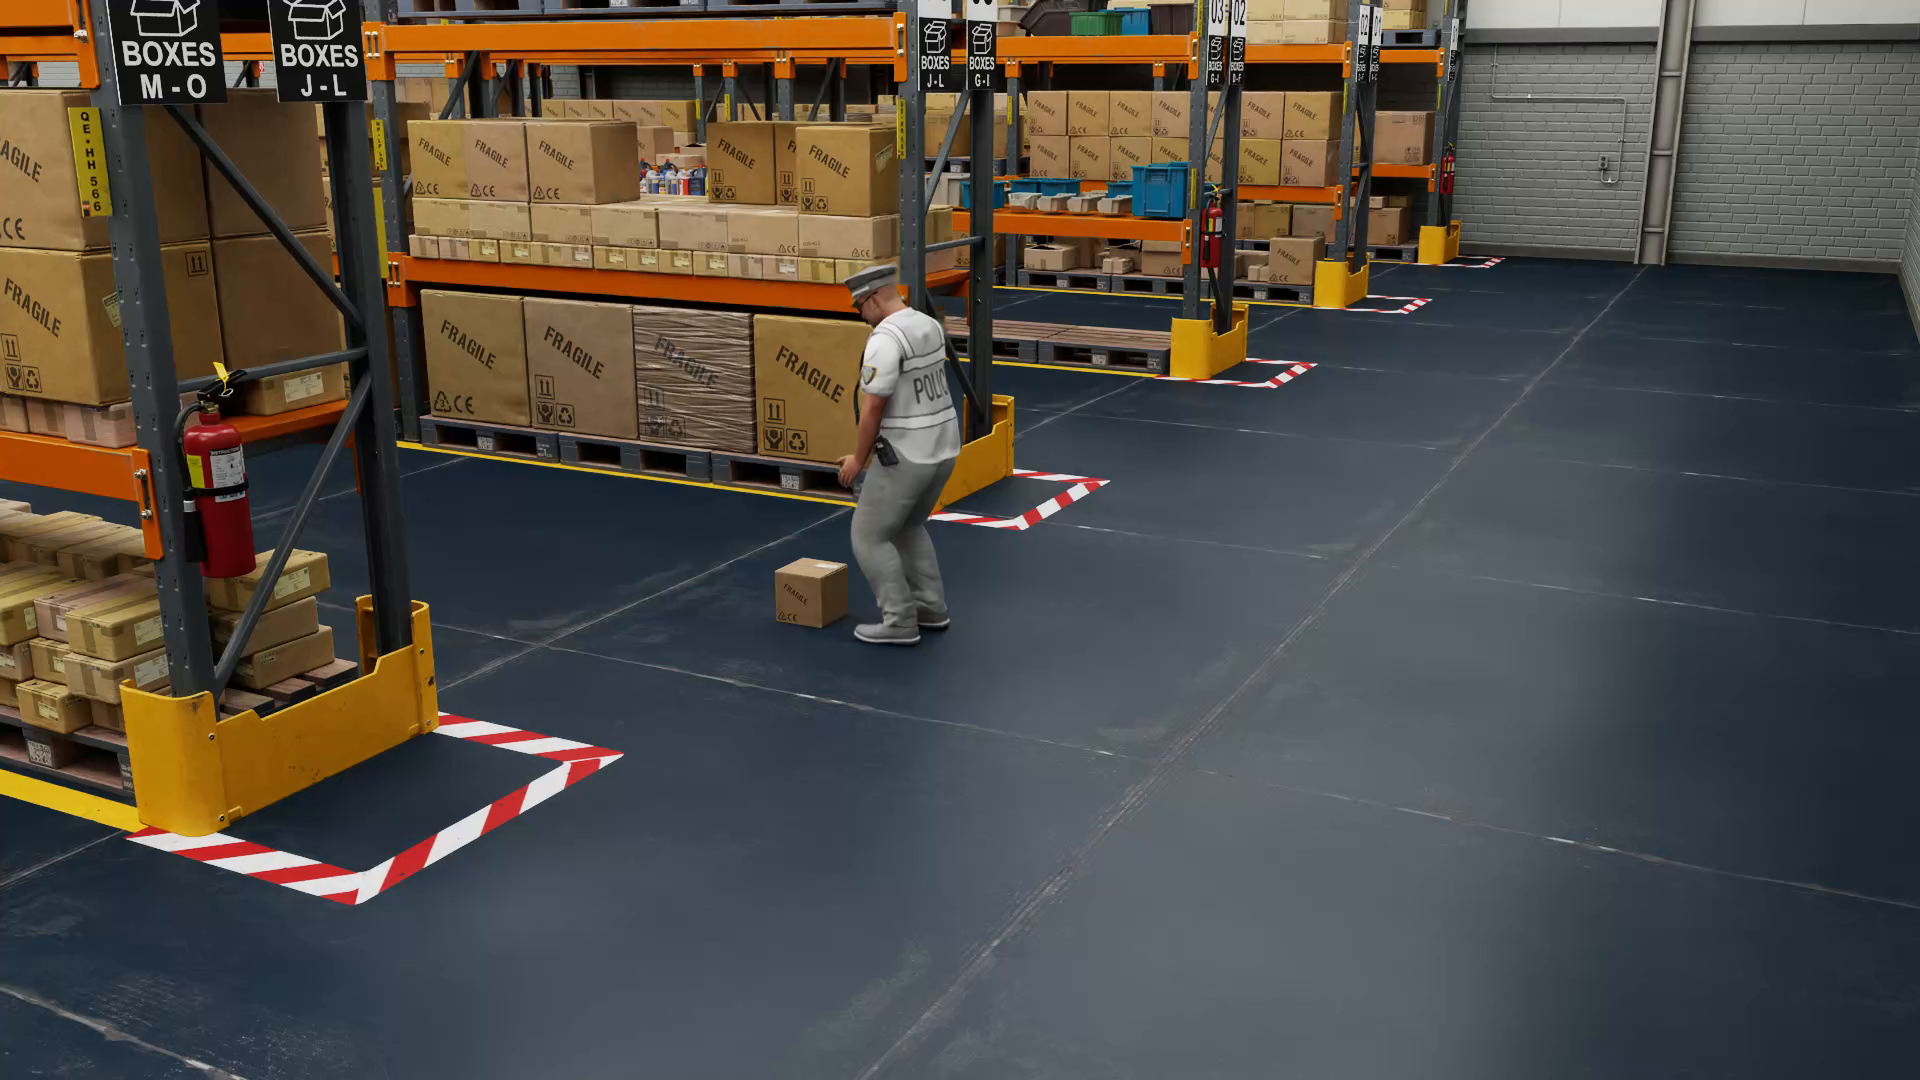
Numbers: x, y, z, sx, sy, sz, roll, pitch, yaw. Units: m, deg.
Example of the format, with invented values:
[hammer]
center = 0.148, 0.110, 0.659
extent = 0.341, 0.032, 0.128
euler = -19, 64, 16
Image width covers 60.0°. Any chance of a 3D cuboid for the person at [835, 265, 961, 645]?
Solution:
[person]
center = -0.276, -0.374, 7.467
extent = 0.496, 1.701, 0.557
euler = 8, 18, 27
